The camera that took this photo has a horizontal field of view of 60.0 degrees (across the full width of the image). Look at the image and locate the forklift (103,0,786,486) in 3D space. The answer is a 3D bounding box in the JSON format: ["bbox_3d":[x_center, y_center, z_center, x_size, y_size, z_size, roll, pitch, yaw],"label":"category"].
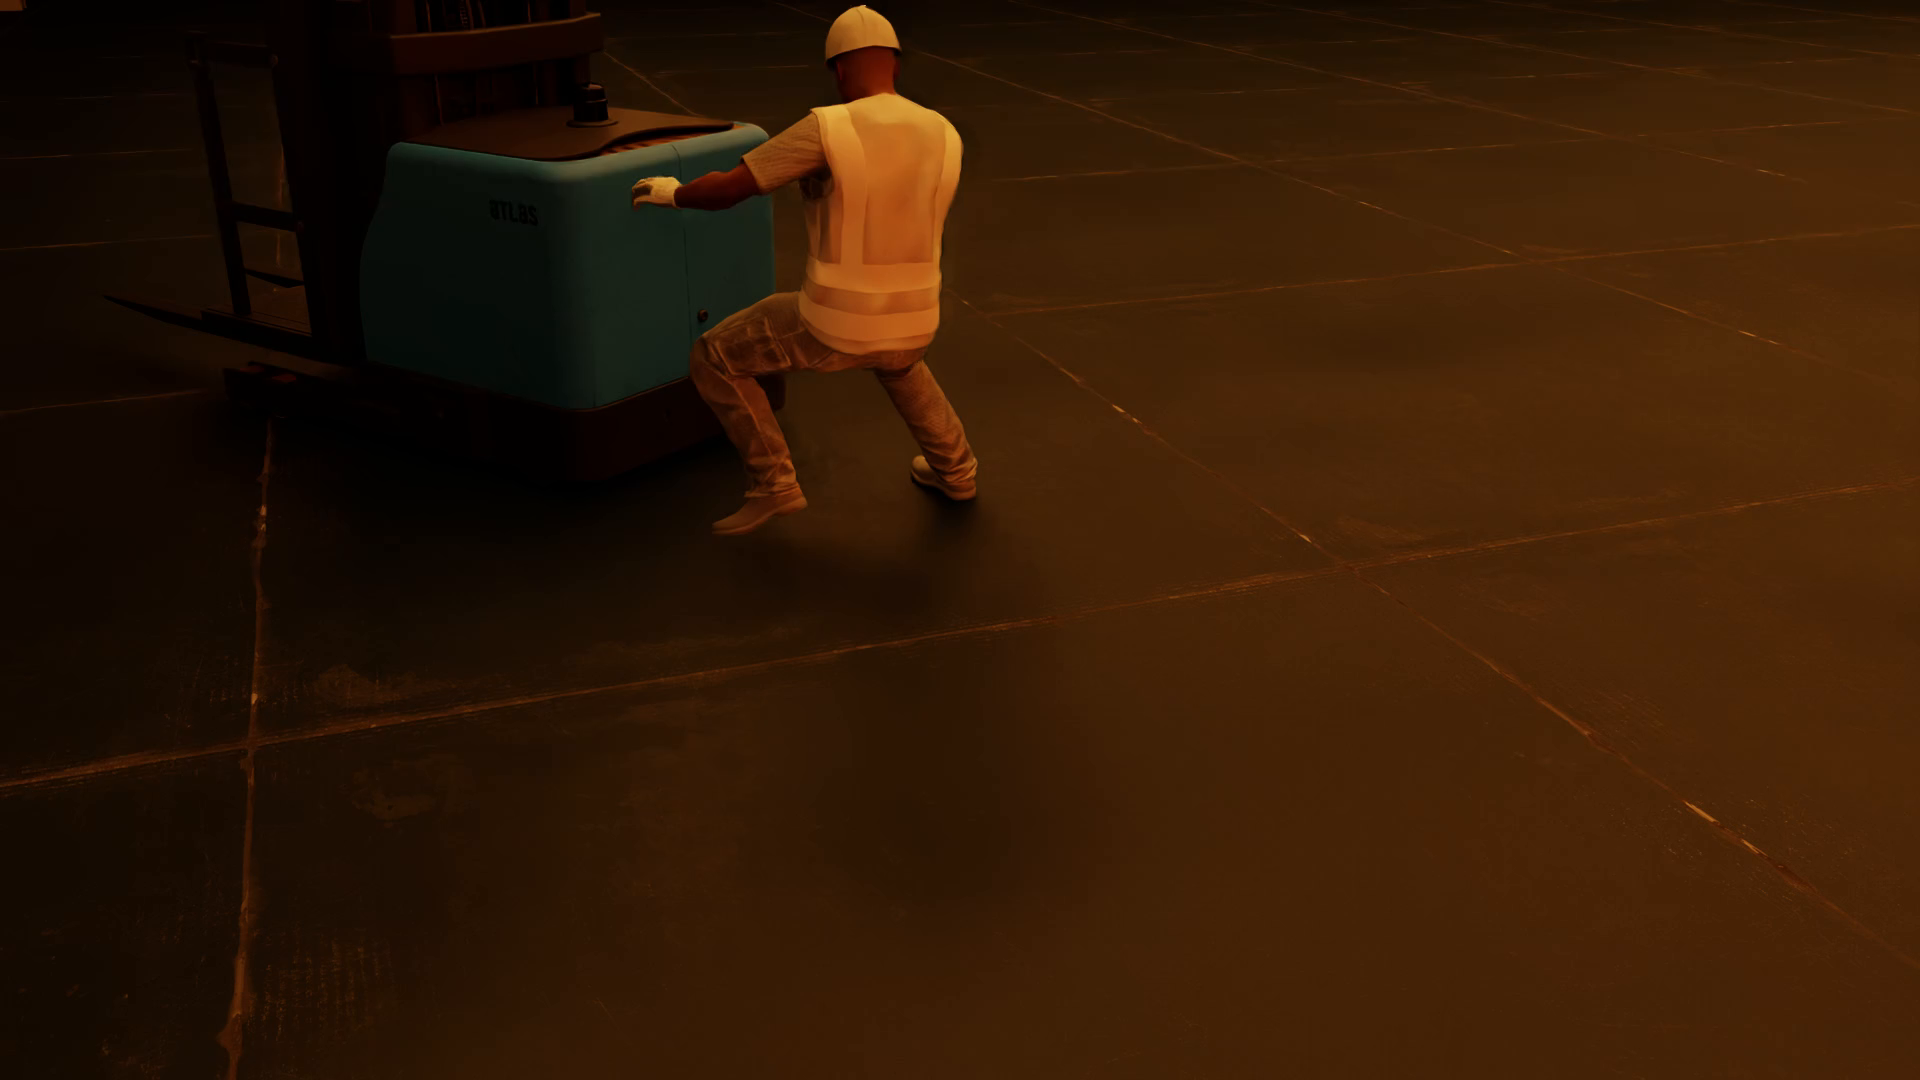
[{"bbox_3d":[-2.143,-1.951,5.938,3.031,2.935,1.130,15,27,31],"label":"forklift"}]

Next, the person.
[{"bbox_3d":[-0.391,-0.768,4.912,1.040,1.552,0.792,-15,27,-32],"label":"person"}]
